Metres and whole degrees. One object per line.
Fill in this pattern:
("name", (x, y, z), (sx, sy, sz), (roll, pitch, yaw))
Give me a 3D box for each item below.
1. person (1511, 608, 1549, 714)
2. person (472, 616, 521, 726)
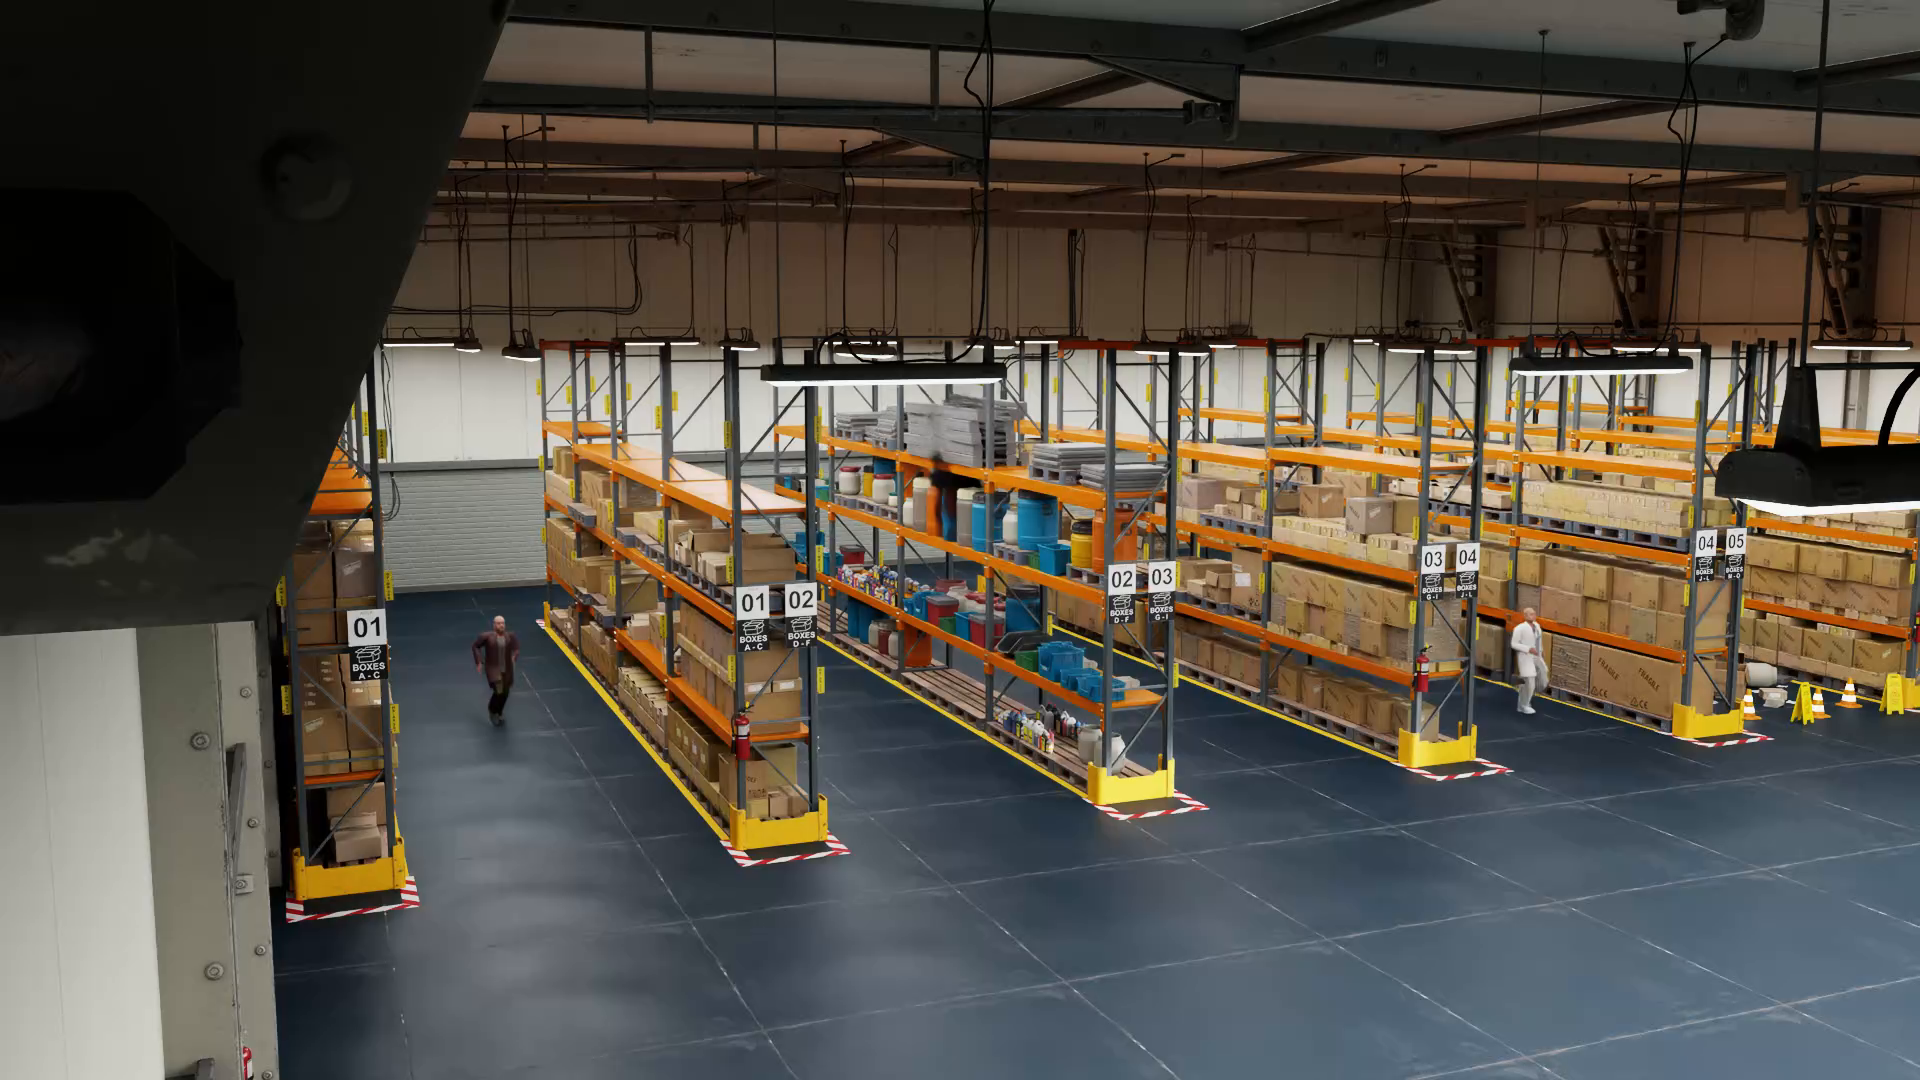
("person", (9.277, 1.963, 26.984), (0.700, 1.729, 0.650), (-4, 8, -25))
("person", (-7.244, 2.059, 26.165), (0.678, 1.745, 0.808), (-5, 9, -36))
